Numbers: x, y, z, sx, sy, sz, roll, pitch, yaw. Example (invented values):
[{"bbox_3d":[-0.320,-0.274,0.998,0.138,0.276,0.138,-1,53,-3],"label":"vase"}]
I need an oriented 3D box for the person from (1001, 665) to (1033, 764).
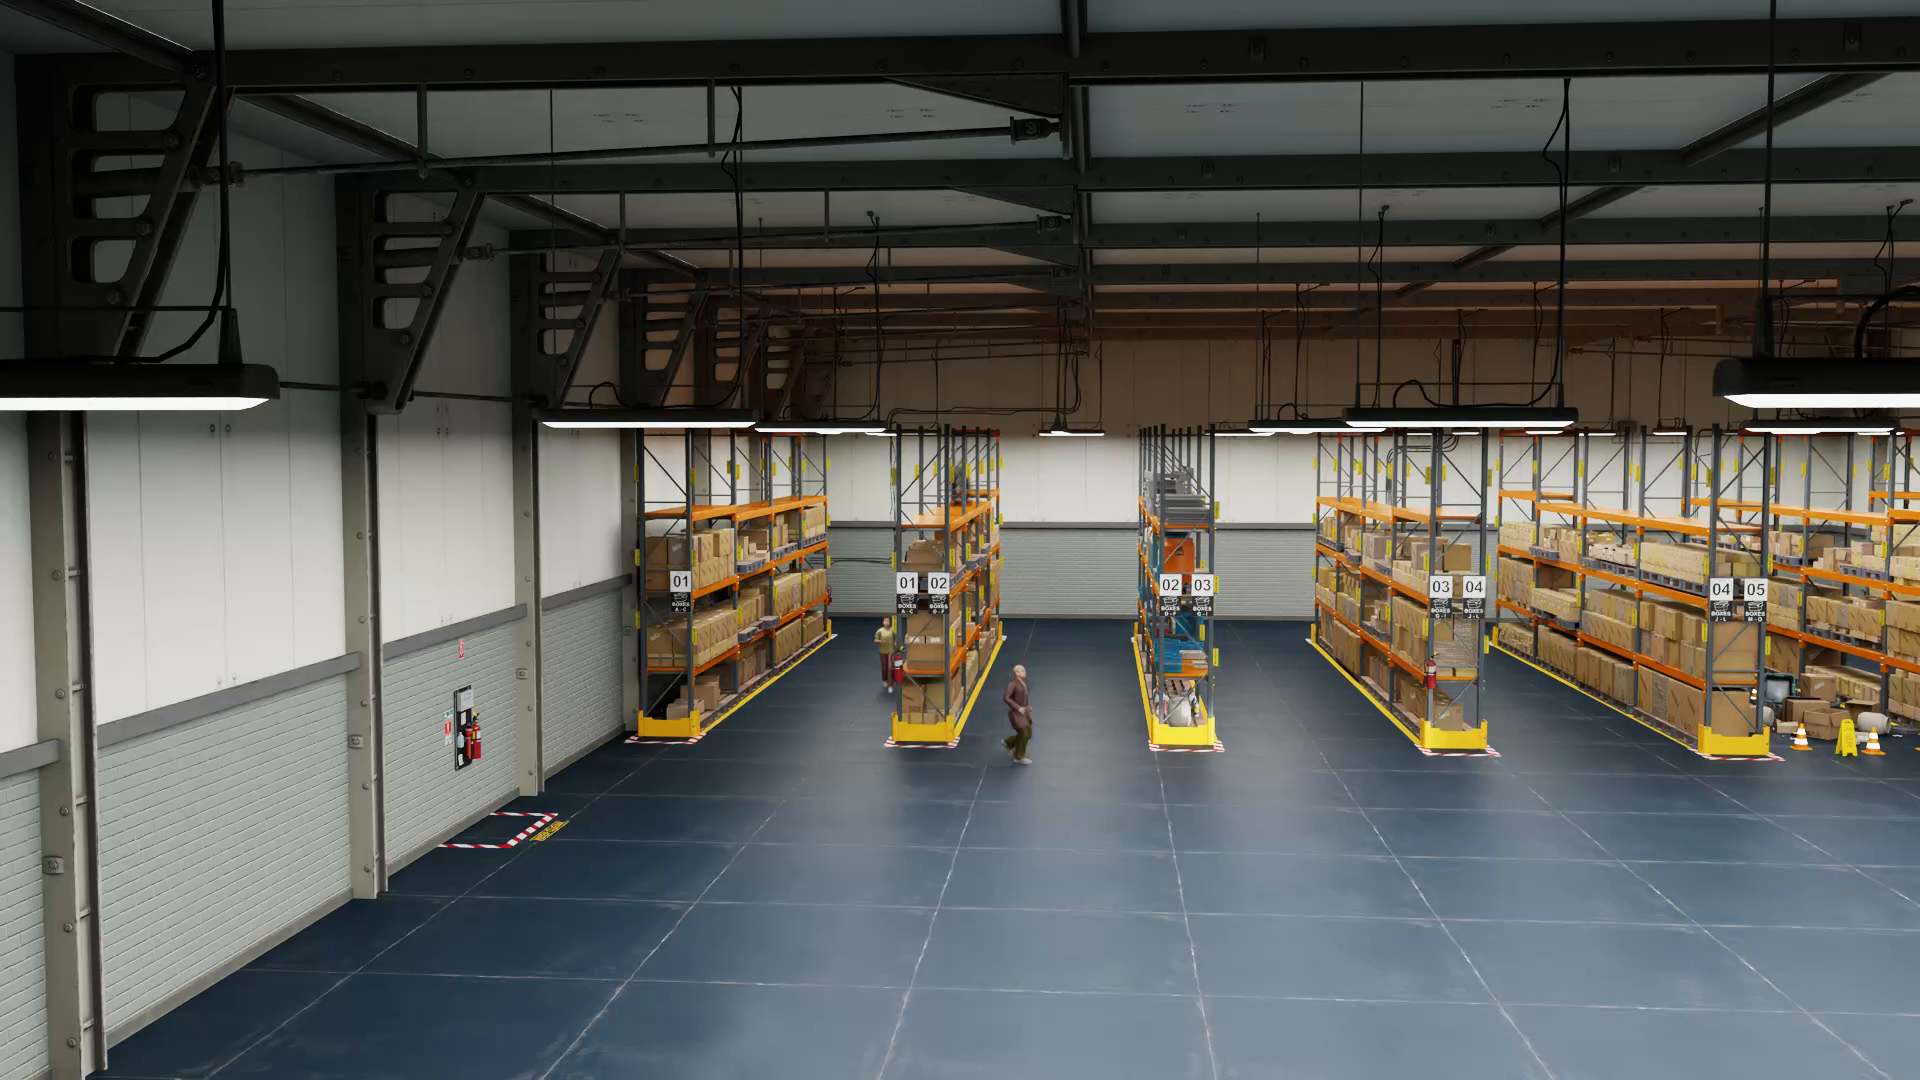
[{"bbox_3d":[0.974,3.068,29.309,0.645,1.743,0.724,2,4,29],"label":"person"}]

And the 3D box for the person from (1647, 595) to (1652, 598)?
[{"bbox_3d":[17.260,2.291,41.835,0.724,1.794,0.953,0,3,0],"label":"person"}]

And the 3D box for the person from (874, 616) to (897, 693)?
[{"bbox_3d":[-1.661,2.571,37.698,0.569,1.687,0.904,0,3,-5],"label":"person"}]
